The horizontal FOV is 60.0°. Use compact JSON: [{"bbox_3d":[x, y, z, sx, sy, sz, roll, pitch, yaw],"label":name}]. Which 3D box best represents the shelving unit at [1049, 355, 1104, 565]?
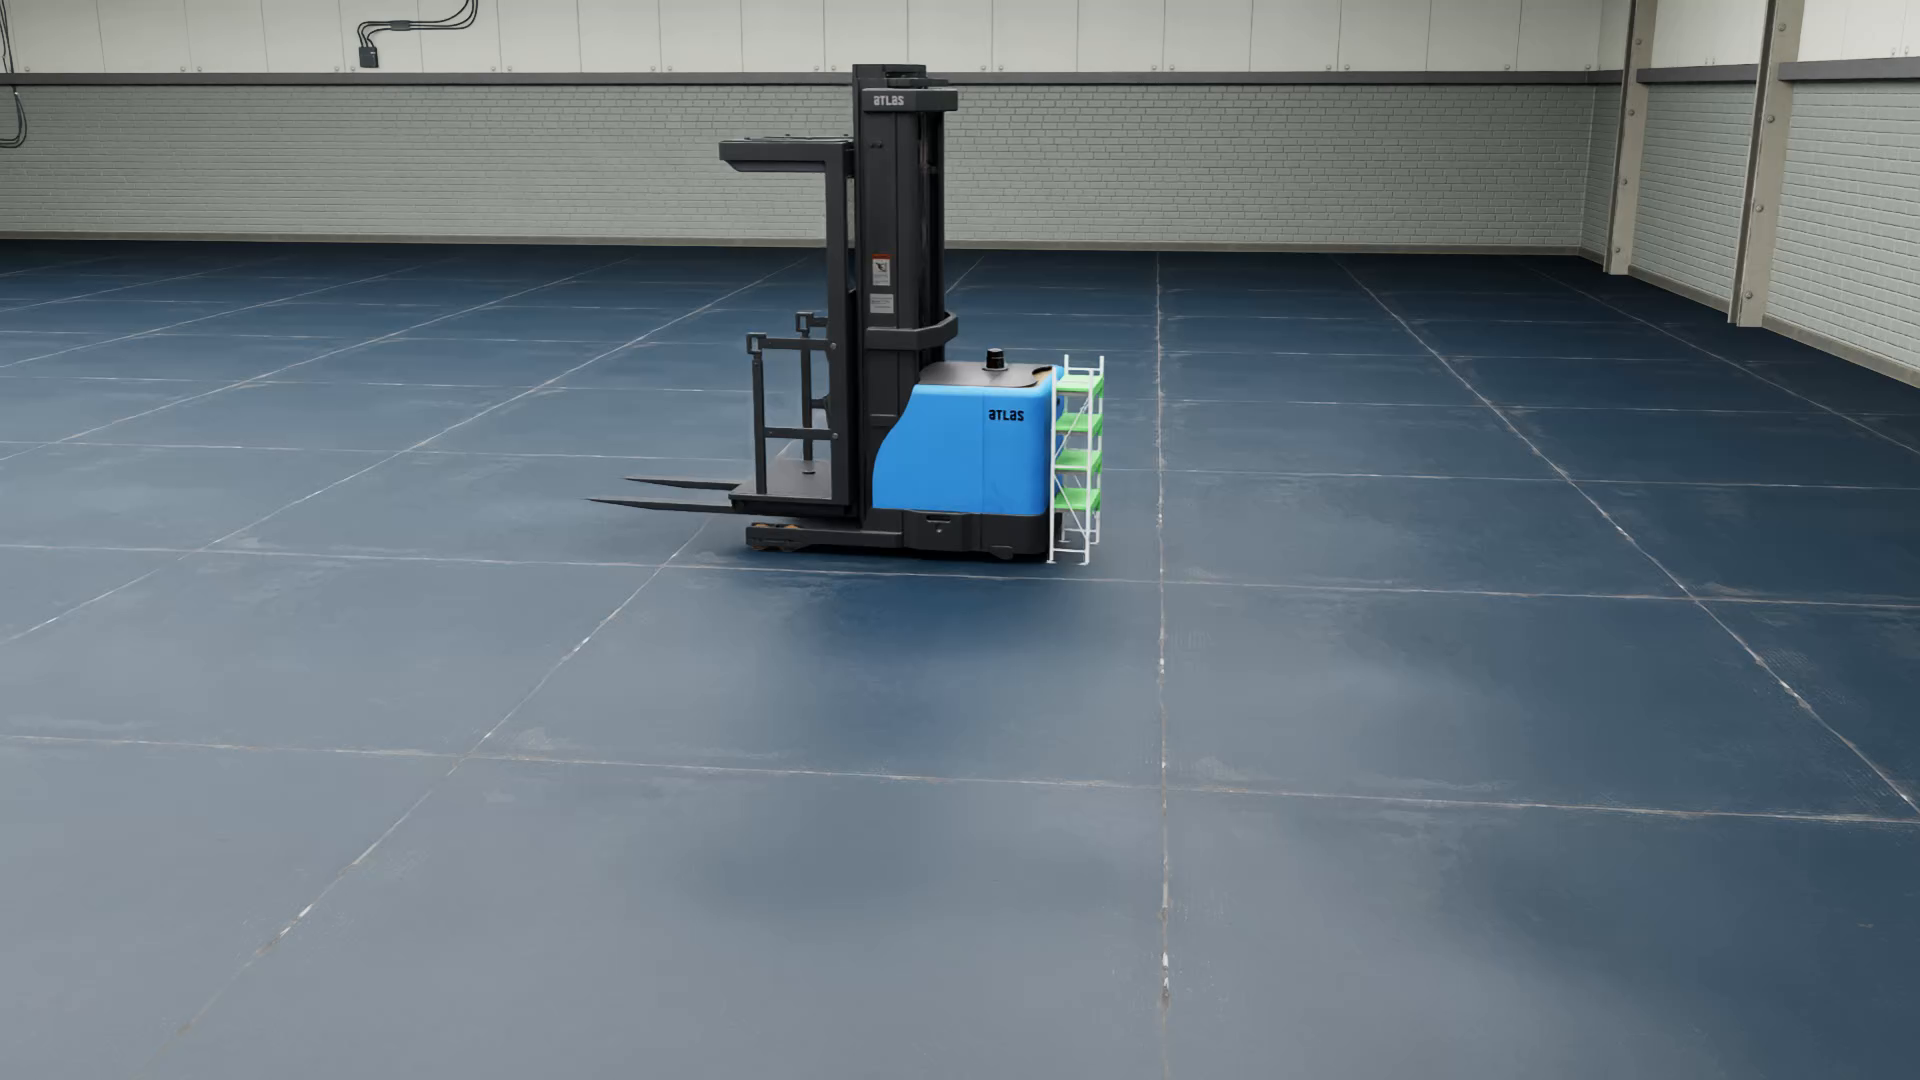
[{"bbox_3d":[0.716,-0.497,10.200,0.258,1.200,0.503,3,15,11],"label":"shelving unit"}]

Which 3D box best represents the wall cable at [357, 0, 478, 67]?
[{"bbox_3d":[-9.871,-11.564,29.672,2.305,6.003,0.169,2,15,6],"label":"wall cable"}]

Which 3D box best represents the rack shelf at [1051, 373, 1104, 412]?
[{"bbox_3d":[0.717,-0.899,10.091,0.258,0.148,0.480,3,15,11],"label":"rack shelf"}]

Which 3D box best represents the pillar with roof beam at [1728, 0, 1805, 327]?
[{"bbox_3d":[5.396,-7.123,19.766,9.100,9.000,0.400,2,15,6],"label":"pillar with roof beam"}]

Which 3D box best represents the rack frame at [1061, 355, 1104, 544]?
[{"bbox_3d":[0.767,-0.559,10.431,0.240,1.200,0.015,3,15,11],"label":"rack frame"}]

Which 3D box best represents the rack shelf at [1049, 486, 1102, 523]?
[{"bbox_3d":[0.716,-0.204,10.280,0.258,0.148,0.480,3,15,11],"label":"rack shelf"}]

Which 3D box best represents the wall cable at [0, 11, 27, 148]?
[{"bbox_3d":[-19.302,-8.707,31.571,3.097,2.526,0.112,2,15,6],"label":"wall cable"}]

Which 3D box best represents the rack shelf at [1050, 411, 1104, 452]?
[{"bbox_3d":[0.717,-0.667,10.154,0.258,0.148,0.480,3,15,11],"label":"rack shelf"}]

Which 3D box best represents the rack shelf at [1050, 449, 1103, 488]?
[{"bbox_3d":[0.716,-0.435,10.217,0.258,0.148,0.480,3,15,11],"label":"rack shelf"}]

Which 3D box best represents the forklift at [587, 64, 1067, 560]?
[{"bbox_3d":[-0.873,-1.469,10.480,3.031,2.935,1.130,3,15,12],"label":"forklift"}]

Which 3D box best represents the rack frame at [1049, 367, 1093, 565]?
[{"bbox_3d":[0.666,-0.435,9.970,0.240,1.200,0.015,3,15,11],"label":"rack frame"}]

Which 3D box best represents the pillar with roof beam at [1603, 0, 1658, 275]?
[{"bbox_3d":[6.073,-8.680,25.521,9.100,9.000,0.400,2,15,6],"label":"pillar with roof beam"}]

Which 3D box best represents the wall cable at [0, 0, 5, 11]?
[{"bbox_3d":[-16.614,-11.065,30.617,3.097,2.526,0.112,2,15,6],"label":"wall cable"}]
